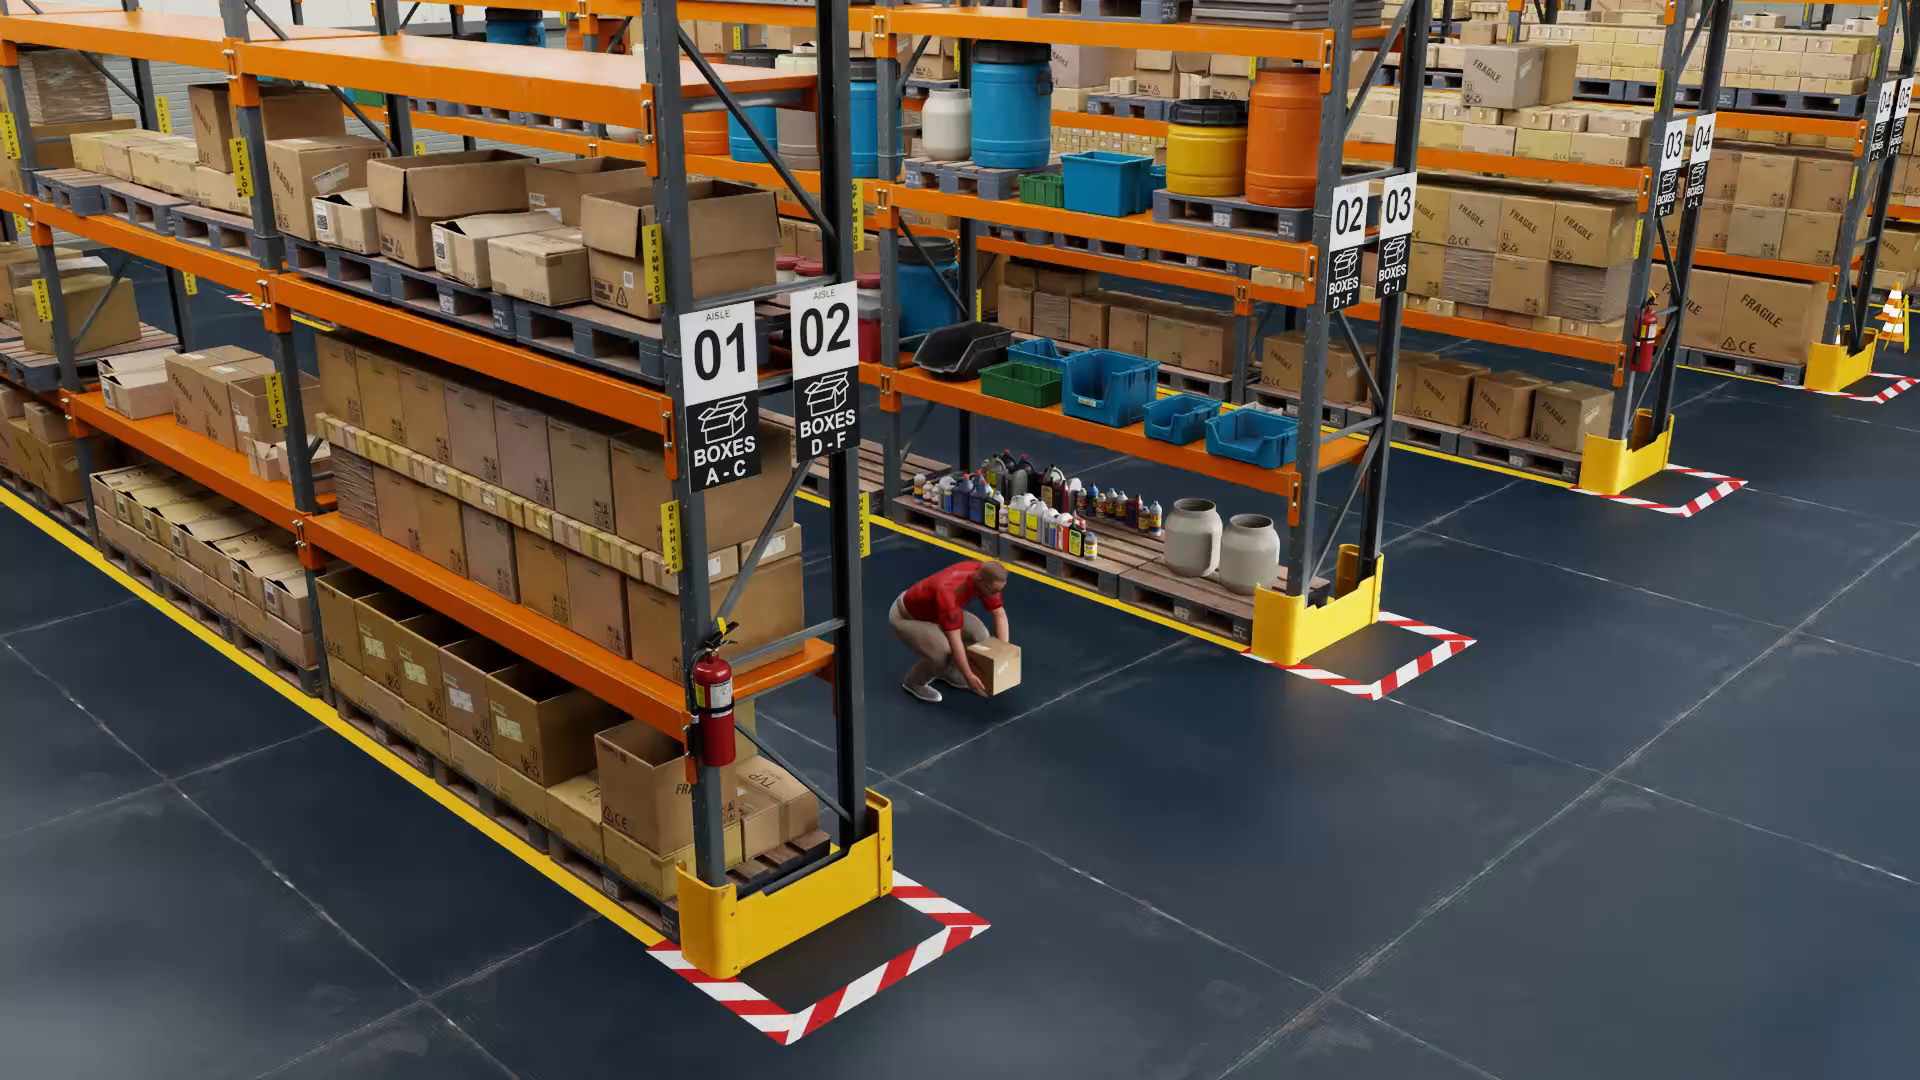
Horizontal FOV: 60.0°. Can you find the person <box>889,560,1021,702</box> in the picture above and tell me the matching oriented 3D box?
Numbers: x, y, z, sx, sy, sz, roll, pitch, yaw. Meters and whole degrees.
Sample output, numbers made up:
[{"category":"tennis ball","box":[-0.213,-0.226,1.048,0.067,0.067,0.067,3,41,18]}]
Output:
[{"category":"person","box":[-0.033,0.538,10.710,0.883,1.001,0.566,19,27,41]}]
